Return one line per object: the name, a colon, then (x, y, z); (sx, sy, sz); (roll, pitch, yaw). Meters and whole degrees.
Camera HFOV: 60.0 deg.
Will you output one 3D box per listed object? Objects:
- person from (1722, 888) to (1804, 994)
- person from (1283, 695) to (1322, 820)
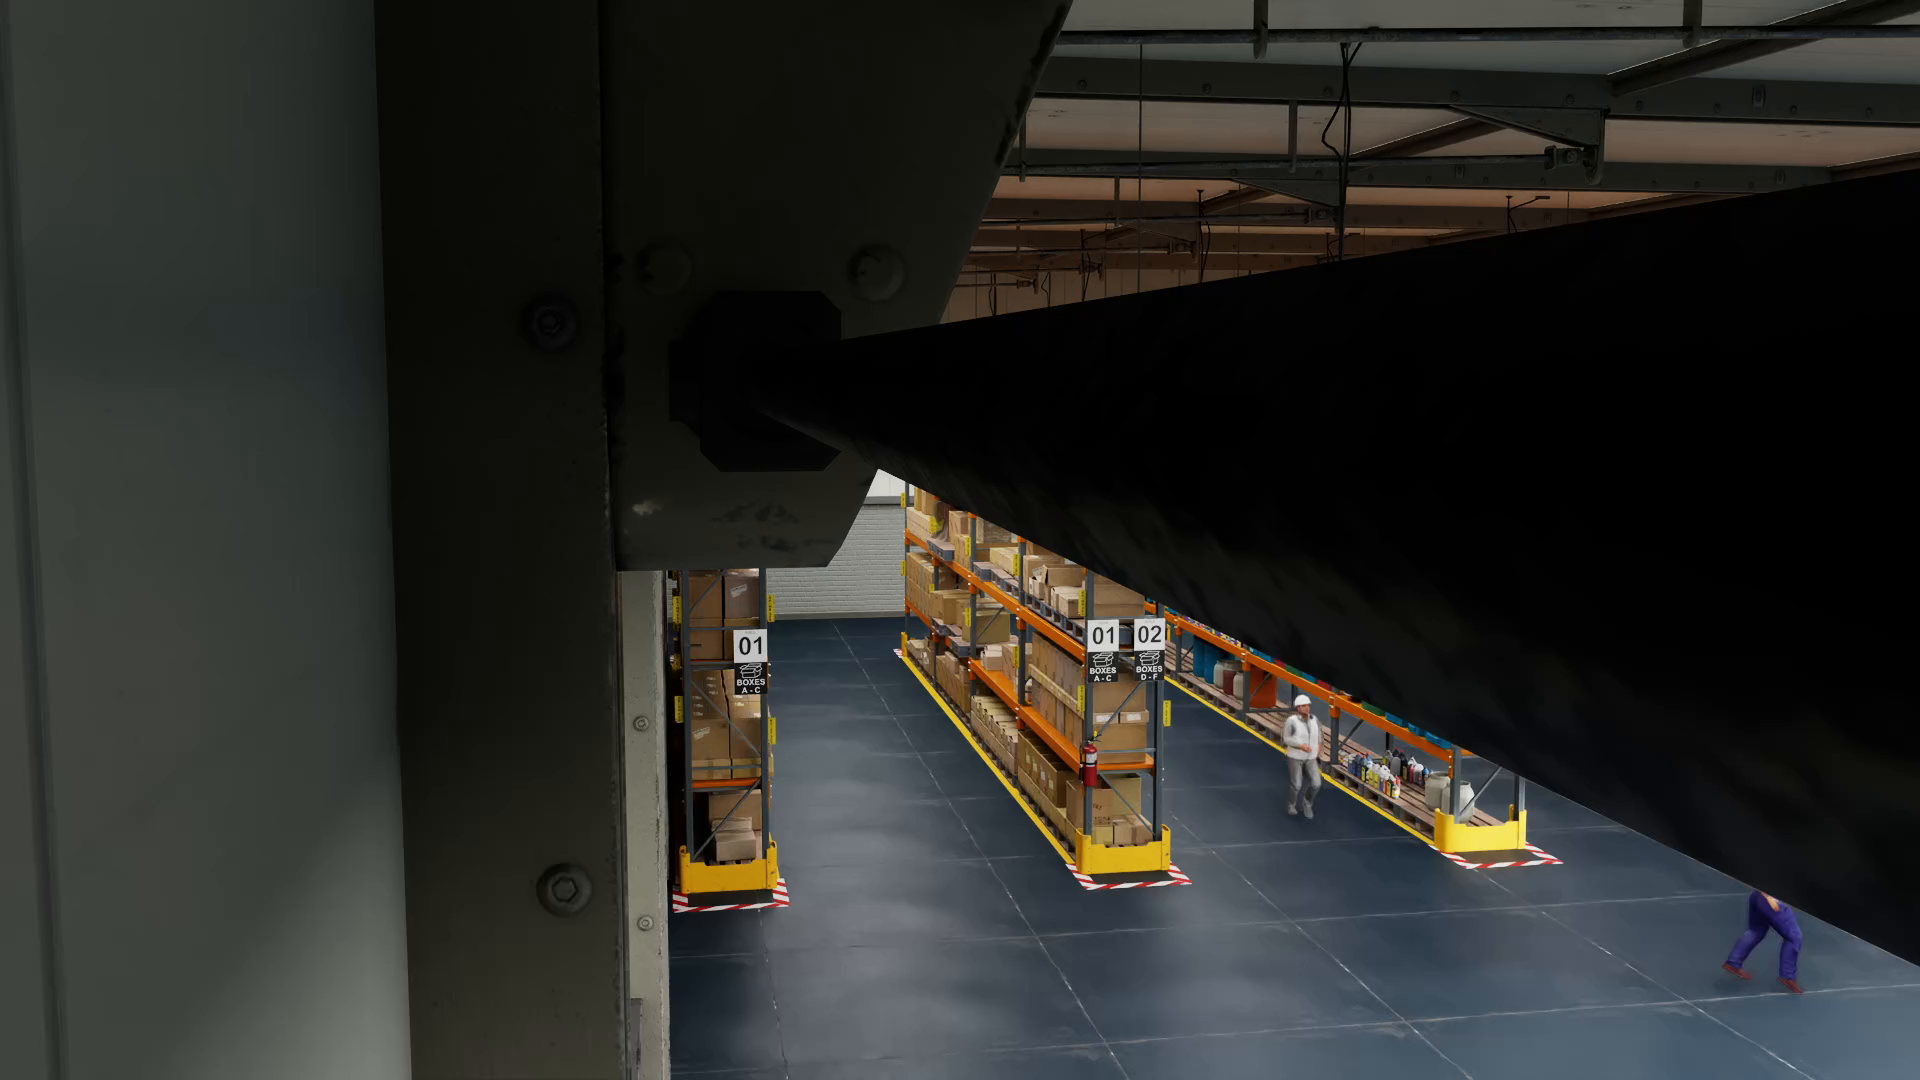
person: (8.231, 3.770, 16.951); (0.764, 1.694, 0.579); (1, 6, 6)
person: (4.824, 3.056, 23.281); (0.678, 1.796, 0.693); (-2, 6, -16)
